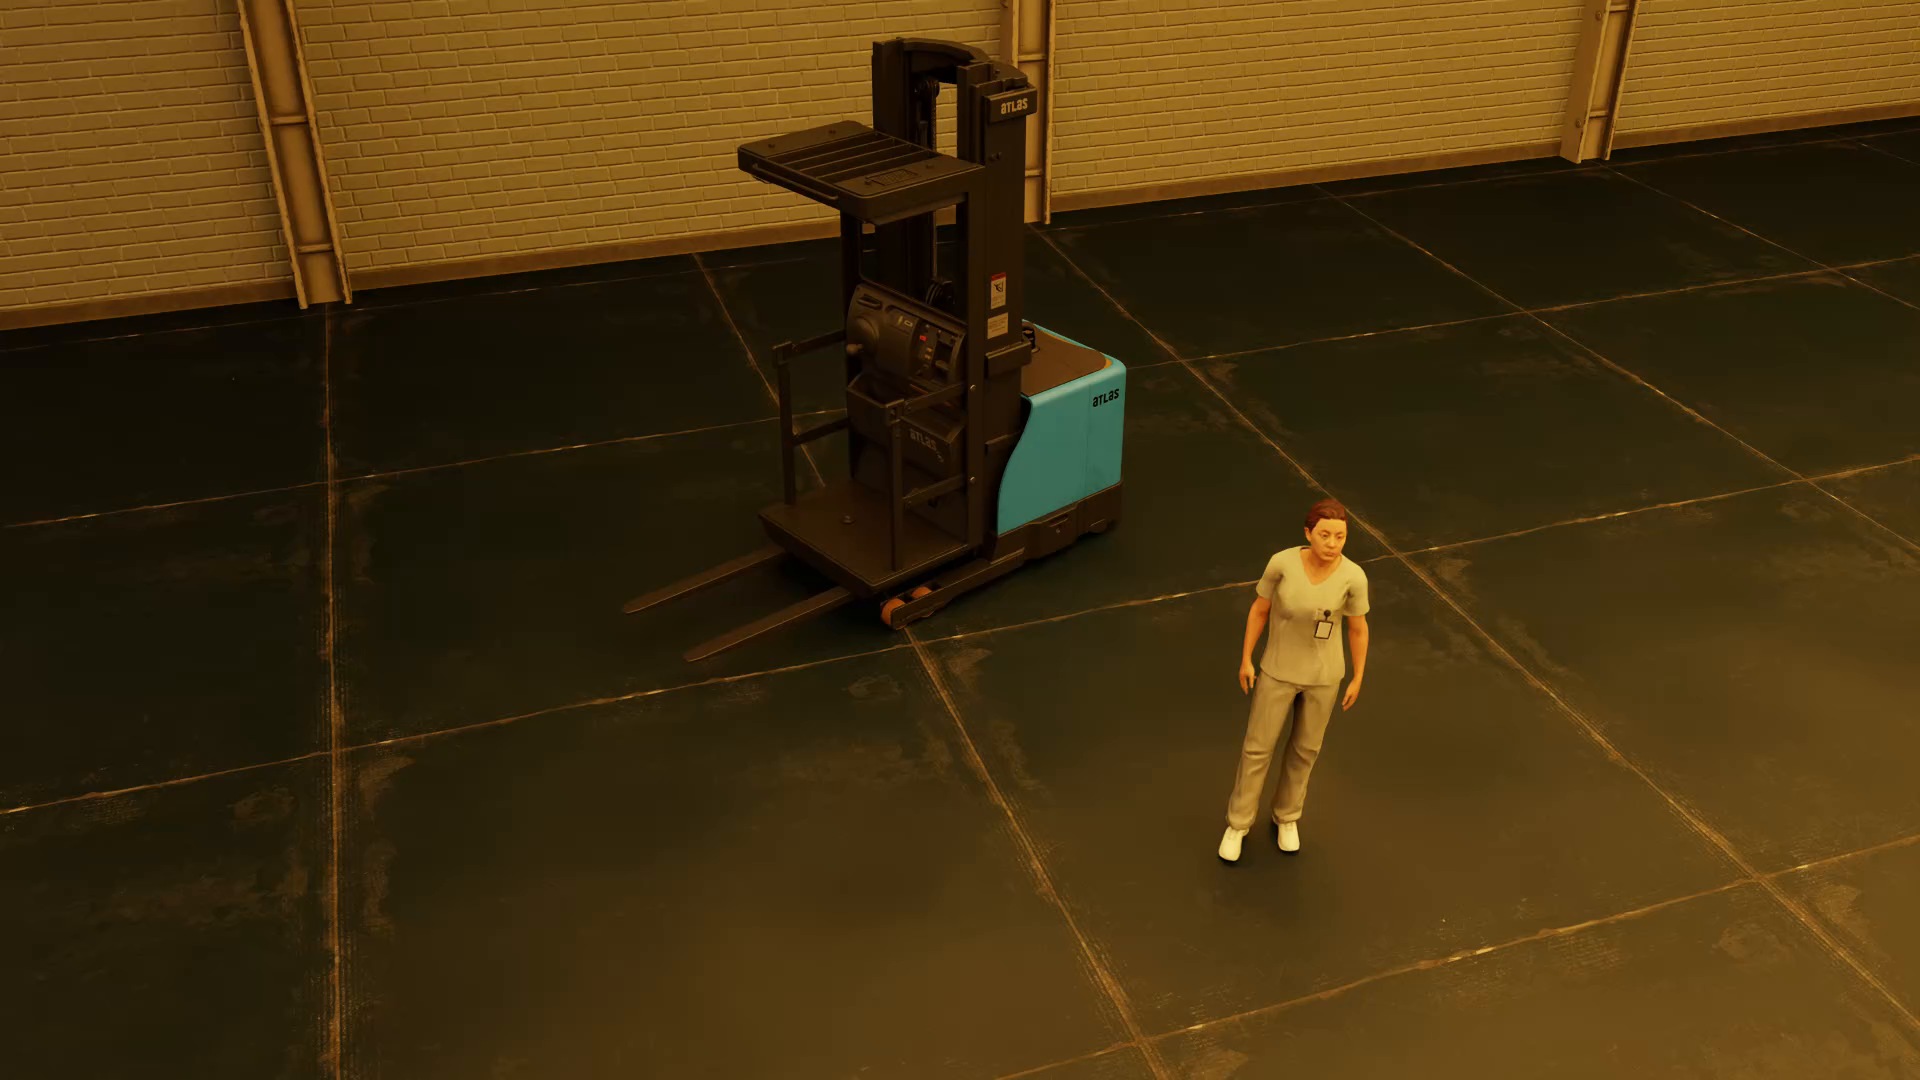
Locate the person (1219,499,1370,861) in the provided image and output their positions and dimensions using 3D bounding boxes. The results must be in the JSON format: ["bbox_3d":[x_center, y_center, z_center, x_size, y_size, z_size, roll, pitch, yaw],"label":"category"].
[{"bbox_3d":[1.479,0.627,7.253,0.546,1.663,0.550,6,30,9],"label":"person"}]

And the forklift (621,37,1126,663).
[{"bbox_3d":[-0.461,-1.072,8.951,3.031,2.935,1.130,-23,37,-34],"label":"forklift"}]
